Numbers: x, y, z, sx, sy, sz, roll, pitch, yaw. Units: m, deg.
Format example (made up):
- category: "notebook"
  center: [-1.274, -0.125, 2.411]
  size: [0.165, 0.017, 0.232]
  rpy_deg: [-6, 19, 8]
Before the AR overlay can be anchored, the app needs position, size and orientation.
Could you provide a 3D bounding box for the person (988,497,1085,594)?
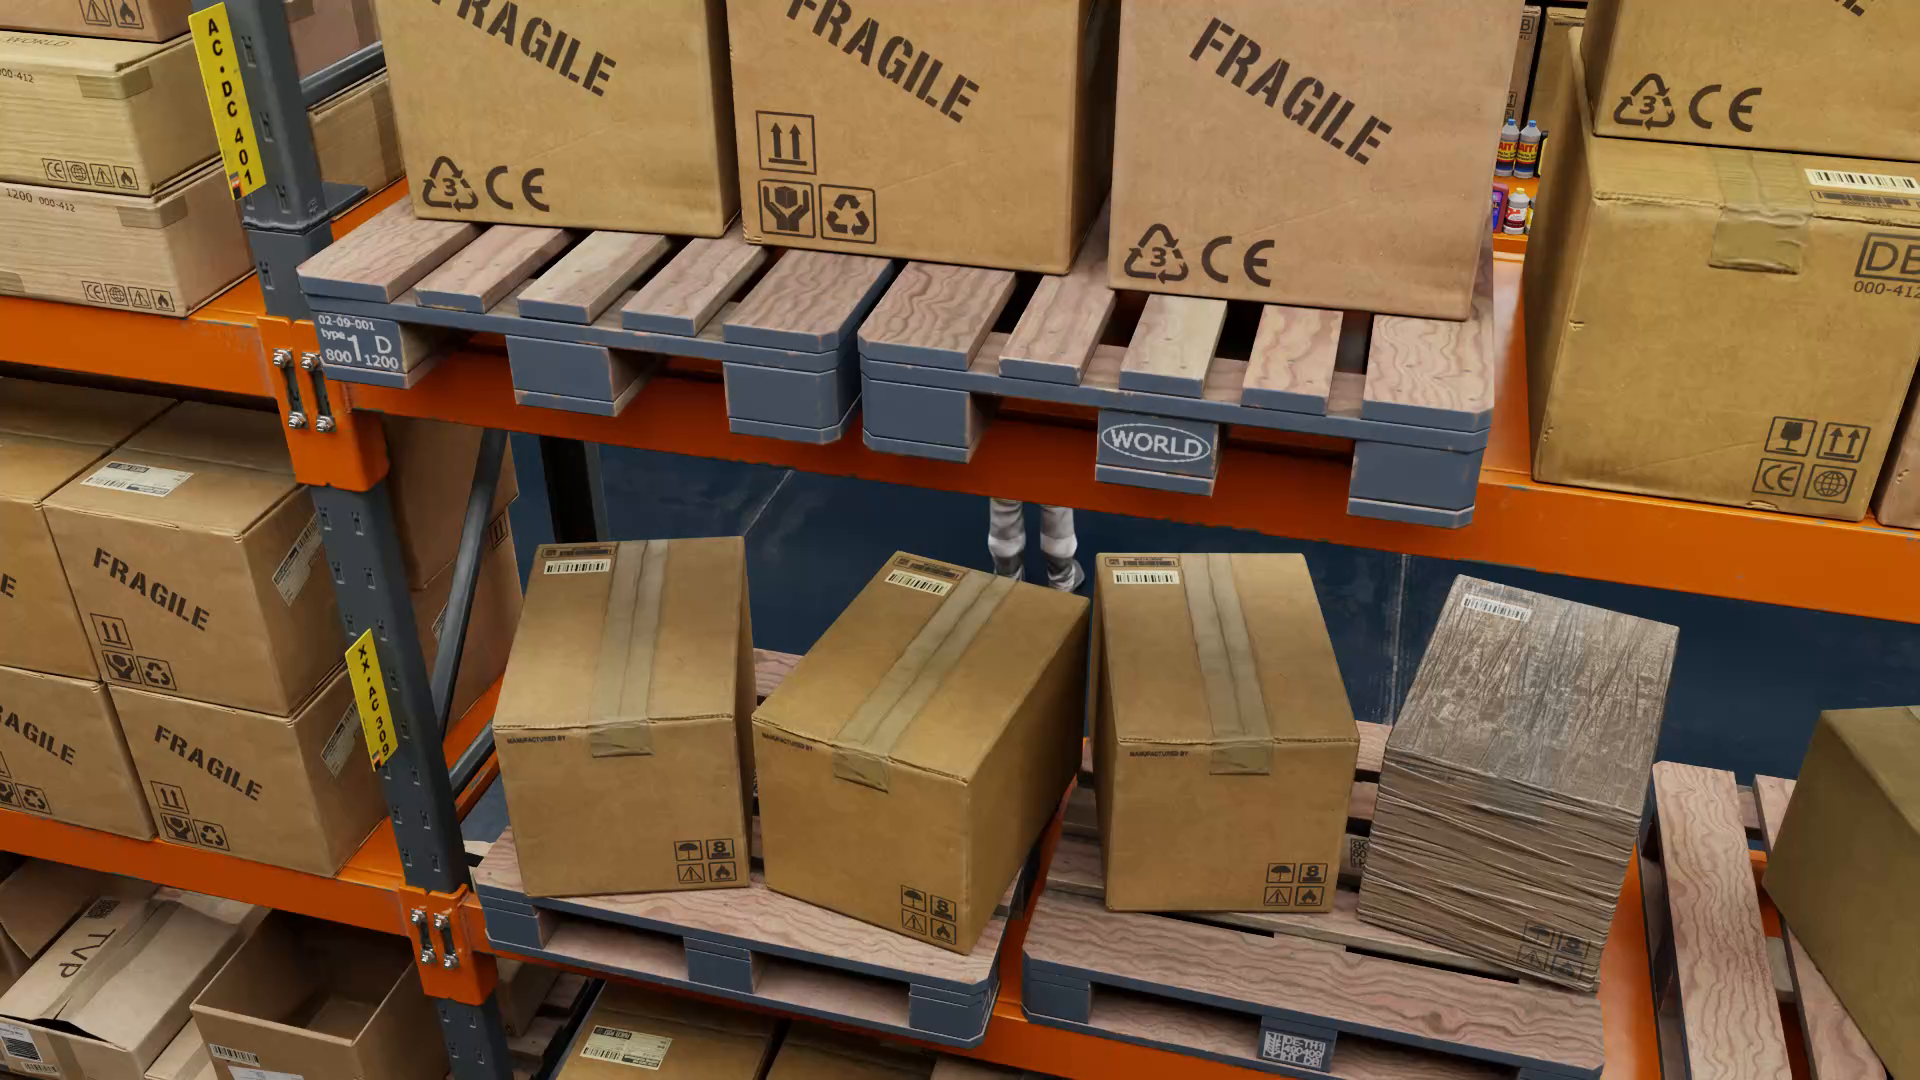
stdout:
- category: "person"
  center: [0.287, -0.548, 6.971]
  size: [0.527, 1.793, 0.546]
  rpy_deg: [5, 33, 8]
